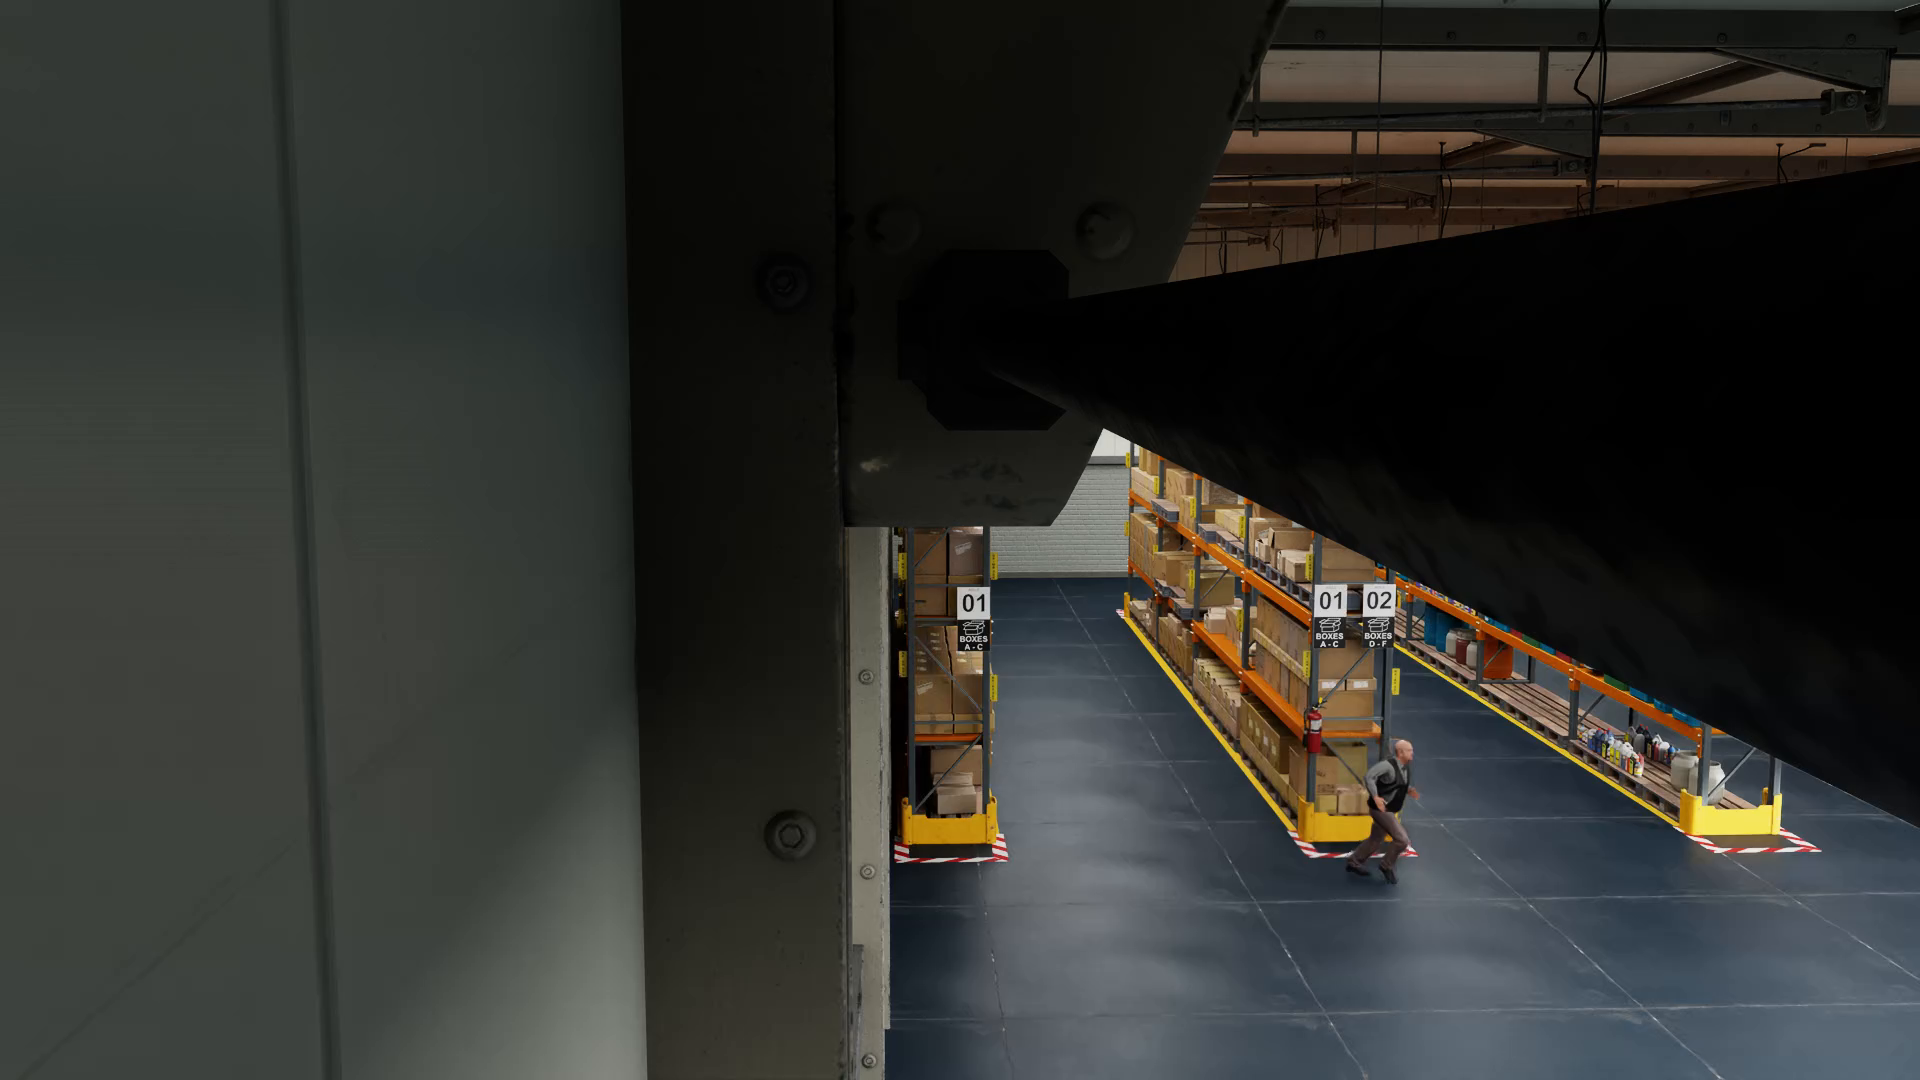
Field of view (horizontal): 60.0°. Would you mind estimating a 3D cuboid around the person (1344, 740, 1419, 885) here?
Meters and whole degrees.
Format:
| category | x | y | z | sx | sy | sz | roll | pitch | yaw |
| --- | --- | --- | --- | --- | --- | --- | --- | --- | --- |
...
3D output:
| category | x | y | z | sx | sy | sz | roll | pitch | yaw |
| --- | --- | --- | --- | --- | --- | --- | --- | --- | --- |
| person | 4.858 | 3.104 | 19.072 | 0.799 | 1.694 | 0.694 | 6 | 9 | 37 |
